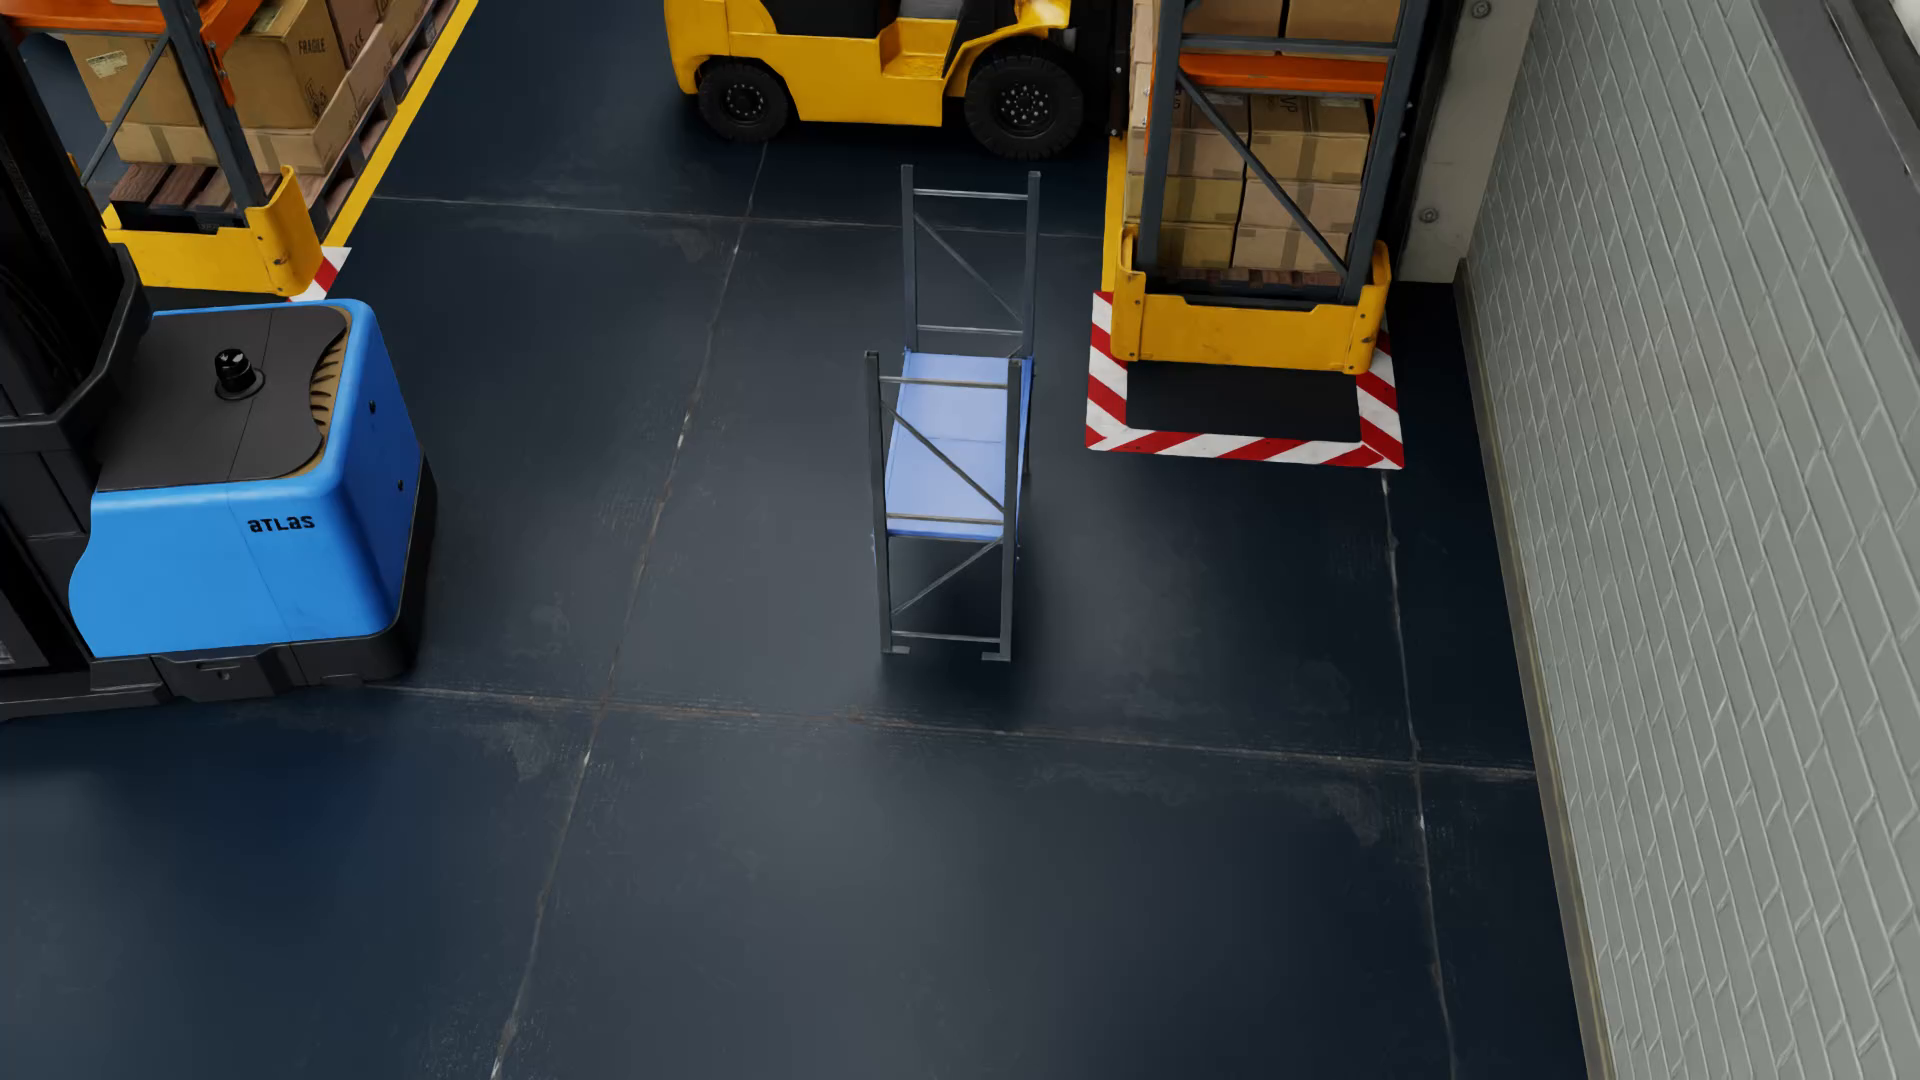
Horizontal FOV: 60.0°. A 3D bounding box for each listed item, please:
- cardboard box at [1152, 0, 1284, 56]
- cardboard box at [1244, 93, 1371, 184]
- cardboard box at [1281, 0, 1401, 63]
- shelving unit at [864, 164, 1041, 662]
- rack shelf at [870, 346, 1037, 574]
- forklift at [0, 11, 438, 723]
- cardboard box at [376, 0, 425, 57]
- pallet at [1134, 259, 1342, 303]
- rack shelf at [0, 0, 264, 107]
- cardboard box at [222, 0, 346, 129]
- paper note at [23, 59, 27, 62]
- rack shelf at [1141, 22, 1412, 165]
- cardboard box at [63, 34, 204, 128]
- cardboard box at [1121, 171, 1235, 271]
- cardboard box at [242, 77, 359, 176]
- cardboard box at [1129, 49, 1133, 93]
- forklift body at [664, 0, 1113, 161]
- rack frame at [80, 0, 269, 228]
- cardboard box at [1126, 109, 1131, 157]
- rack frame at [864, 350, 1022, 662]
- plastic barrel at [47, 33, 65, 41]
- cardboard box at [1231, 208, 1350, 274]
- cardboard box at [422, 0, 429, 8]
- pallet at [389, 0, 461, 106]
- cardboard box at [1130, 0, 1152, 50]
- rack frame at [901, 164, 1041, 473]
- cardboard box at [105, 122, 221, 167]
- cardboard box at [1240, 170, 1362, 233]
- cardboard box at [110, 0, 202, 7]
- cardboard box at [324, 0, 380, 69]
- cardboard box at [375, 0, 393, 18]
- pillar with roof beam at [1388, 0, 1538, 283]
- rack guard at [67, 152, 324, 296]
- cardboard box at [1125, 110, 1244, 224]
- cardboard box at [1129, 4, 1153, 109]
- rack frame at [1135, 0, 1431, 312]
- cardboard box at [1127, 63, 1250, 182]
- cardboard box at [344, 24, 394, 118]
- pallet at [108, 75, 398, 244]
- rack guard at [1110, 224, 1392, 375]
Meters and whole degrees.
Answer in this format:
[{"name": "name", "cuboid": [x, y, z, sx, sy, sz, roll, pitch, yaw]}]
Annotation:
[{"name": "cardboard box", "cuboid": [1.061, -2.346, 6.821, 0.500, 0.500, 0.500, 3, 48, 3]}, {"name": "cardboard box", "cuboid": [1.510, -1.825, 7.313, 0.500, 0.250, 0.500, 3, 48, 3]}, {"name": "cardboard box", "cuboid": [1.600, -2.312, 6.790, 0.500, 0.500, 0.500, 5, 48, 5]}, {"name": "shelving unit", "cuboid": [-0.008, -0.443, 6.165, 0.538, 1.500, 1.048, 4, 48, 4]}, {"name": "rack shelf", "cuboid": [-0.008, -0.322, 6.298, 0.538, 0.185, 1.000, 4, 48, 4]}, {"name": "forklift", "cuboid": [-3.608, -0.694, 5.424, 3.031, 2.935, 1.130, -5, 48, -4]}, {"name": "cardboard box", "cuboid": [-3.225, -2.828, 8.909, 0.500, 0.250, 0.500, 7, 48, 6]}, {"name": "pallet", "cuboid": [1.306, -1.557, 8.057, 1.003, 0.211, 1.213, 4, 48, 4]}, {"name": "rack shelf", "cuboid": [-3.483, -3.491, 8.424, 1.077, 0.370, 4.000, 4, 48, 4]}, {"name": "cardboard box", "cuboid": [-3.315, -2.323, 7.938, 0.500, 0.500, 0.500, 2, 48, 2]}, {"name": "paper note", "cuboid": [-5.183, -2.617, 9.163, 0.032, 0.001, 0.123, 4, 48, 4]}, {"name": "rack shelf", "cuboid": [1.460, -3.160, 8.121, 1.077, 0.370, 4.000, 4, 48, 4]}, {"name": "cardboard box", "cuboid": [-3.852, -2.337, 7.951, 0.500, 0.500, 0.500, 4, 48, 4]}, {"name": "cardboard box", "cuboid": [1.006, -1.513, 7.706, 0.500, 0.250, 0.500, 4, 48, 4]}, {"name": "cardboard box", "cuboid": [-3.316, -2.052, 8.199, 0.500, 0.250, 0.500, 4, 48, 3]}, {"name": "cardboard box", "cuboid": [1.094, -2.443, 8.217, 0.500, 0.250, 0.500, 3, 48, 3]}, {"name": "forklift body", "cuboid": [-0.366, -3.163, 8.211, 2.313, 2.155, 1.214, 4, 48, 4]}, {"name": "rack frame", "cuboid": [-3.665, -2.264, 6.814, 1.000, 3.000, 0.127, 4, 48, 4]}, {"name": "cardboard box", "cuboid": [1.061, -1.878, 8.040, 0.500, 0.250, 0.500, 4, 48, 4]}, {"name": "rack frame", "cuboid": [-0.054, -0.070, 5.824, 0.500, 1.500, 0.032, 4, 48, 4]}, {"name": "plastic barrel", "cuboid": [-4.985, -3.014, 9.246, 0.421, 0.421, 0.512, -36, 57, -28]}, {"name": "cardboard box", "cuboid": [1.518, -1.495, 7.689, 0.500, 0.250, 0.500, 4, 48, 4]}, {"name": "cardboard box", "cuboid": [-3.177, -3.199, 9.248, 0.500, 0.250, 0.500, 5, 48, 4]}, {"name": "pallet", "cuboid": [-3.435, -2.868, 9.256, 1.003, 0.211, 1.213, 4, 48, 4]}, {"name": "cardboard box", "cuboid": [1.086, -2.591, 8.014, 0.500, 0.250, 0.500, 4, 48, 4]}, {"name": "rack frame", "cuboid": [0.039, -0.817, 6.507, 0.500, 1.500, 0.032, 4, 48, 4]}, {"name": "cardboard box", "cuboid": [-3.857, -2.108, 8.250, 0.500, 0.250, 0.500, 4, 48, 3]}, {"name": "cardboard box", "cuboid": [1.528, -1.647, 7.490, 0.500, 0.250, 0.500, 5, 48, 4]}, {"name": "cardboard box", "cuboid": [-3.428, -2.415, 7.122, 0.380, 0.149, 0.250, 4, 48, 4]}, {"name": "cardboard box", "cuboid": [-3.272, -2.707, 8.290, 0.500, 0.500, 0.500, 2, 48, 2]}, {"name": "cardboard box", "cuboid": [-3.218, -3.075, 8.626, 0.500, 0.500, 0.500, 5, 48, 4]}, {"name": "pillar with roof beam", "cuboid": [-2.048, -4.698, 4.975, 9.100, 9.000, 0.400, 4, 48, 4]}, {"name": "rack guard", "cuboid": [-3.658, -1.476, 7.787, 1.175, 0.500, 0.348, 4, 48, 4]}, {"name": "cardboard box", "cuboid": [1.011, -1.694, 7.533, 0.500, 0.250, 0.500, 3, 48, 3]}, {"name": "cardboard box", "cuboid": [1.050, -2.219, 7.674, 0.500, 0.250, 0.500, 5, 48, 4]}, {"name": "rack frame", "cuboid": [1.278, -1.933, 6.511, 1.000, 3.000, 0.127, 4, 48, 4]}, {"name": "cardboard box", "cuboid": [1.009, -1.844, 7.331, 0.500, 0.250, 0.500, 5, 48, 5]}, {"name": "cardboard box", "cuboid": [-3.262, -2.427, 8.541, 0.500, 0.250, 0.500, 5, 48, 5]}, {"name": "pallet", "cuboid": [-3.549, -1.973, 8.438, 1.003, 0.211, 1.213, 4, 48, 4]}, {"name": "rack guard", "cuboid": [1.276, -1.072, 7.417, 1.175, 0.500, 0.348, 4, 48, 4]}]
